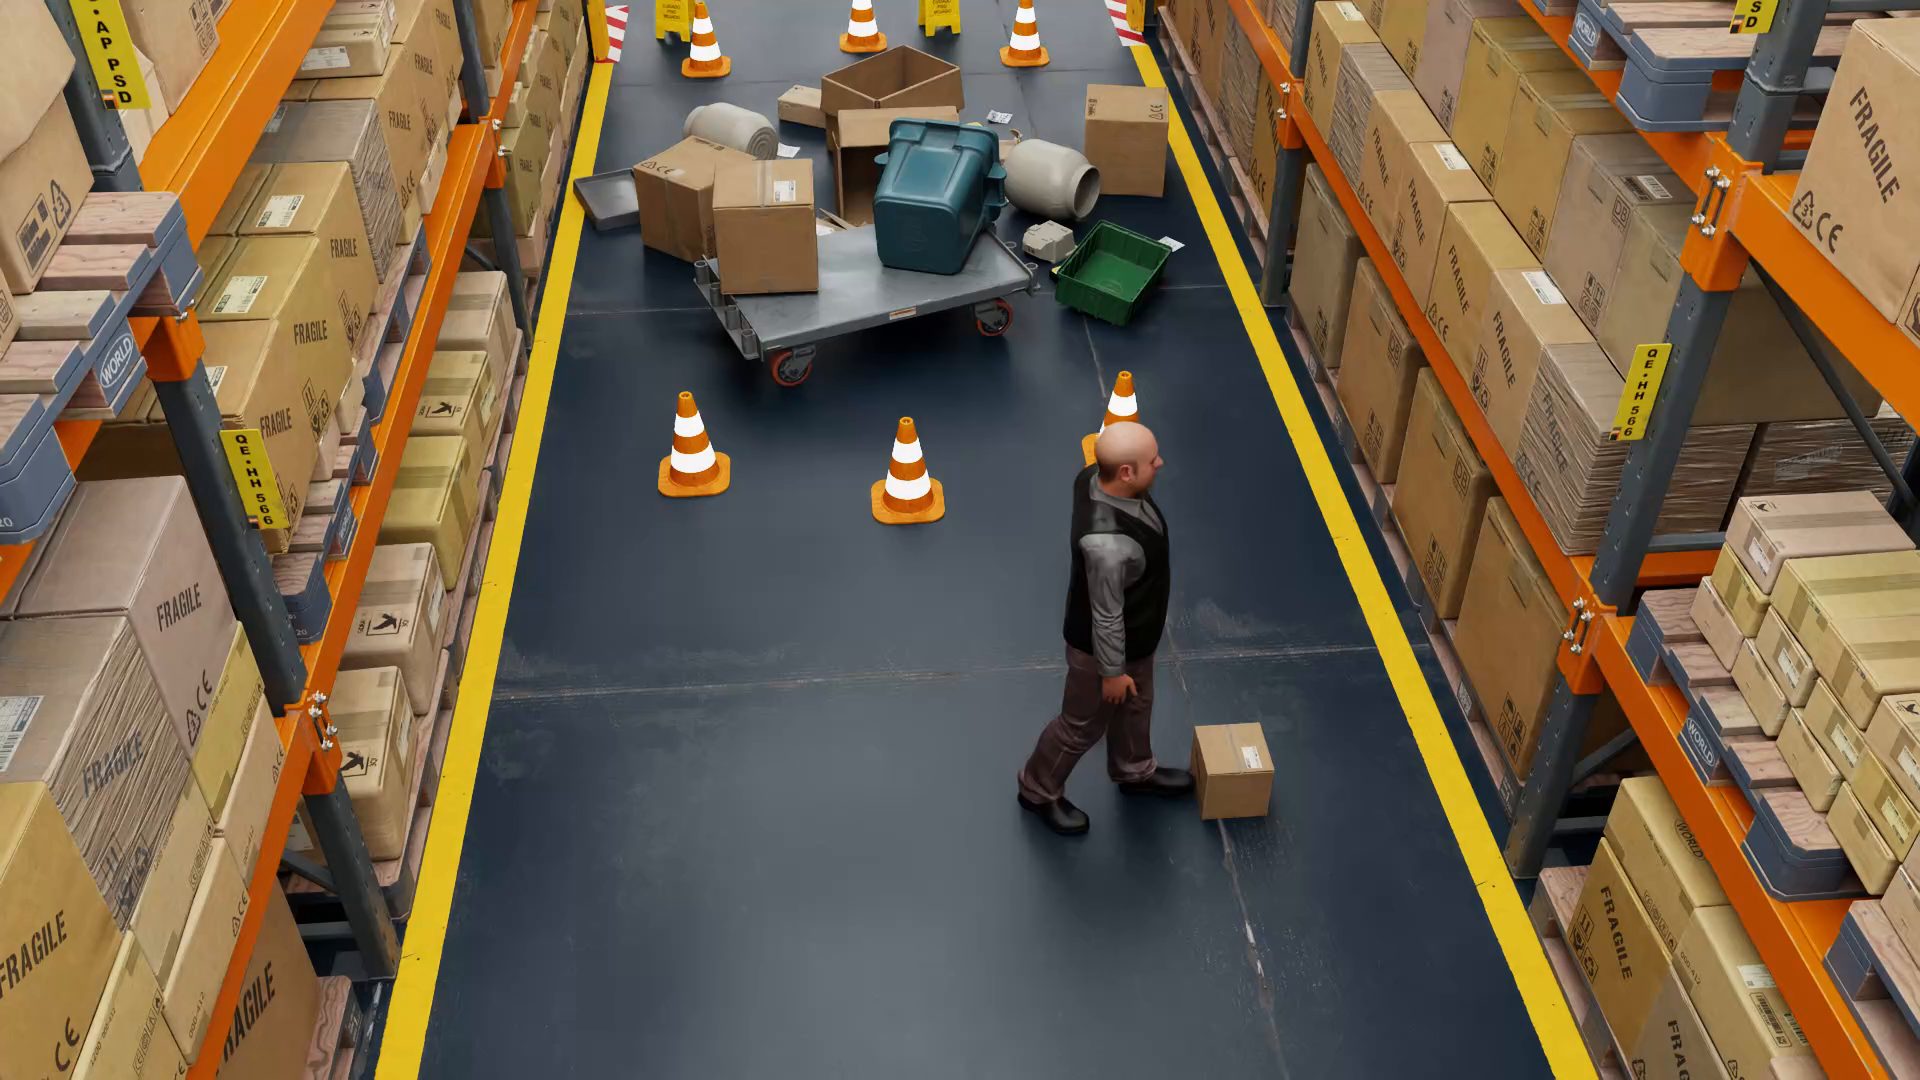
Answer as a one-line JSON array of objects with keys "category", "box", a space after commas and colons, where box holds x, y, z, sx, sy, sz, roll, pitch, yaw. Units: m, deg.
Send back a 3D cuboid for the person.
[{"category": "person", "box": [0.552, 0.322, 5.766, 0.666, 1.724, 0.561, 6, 39, 7]}]
